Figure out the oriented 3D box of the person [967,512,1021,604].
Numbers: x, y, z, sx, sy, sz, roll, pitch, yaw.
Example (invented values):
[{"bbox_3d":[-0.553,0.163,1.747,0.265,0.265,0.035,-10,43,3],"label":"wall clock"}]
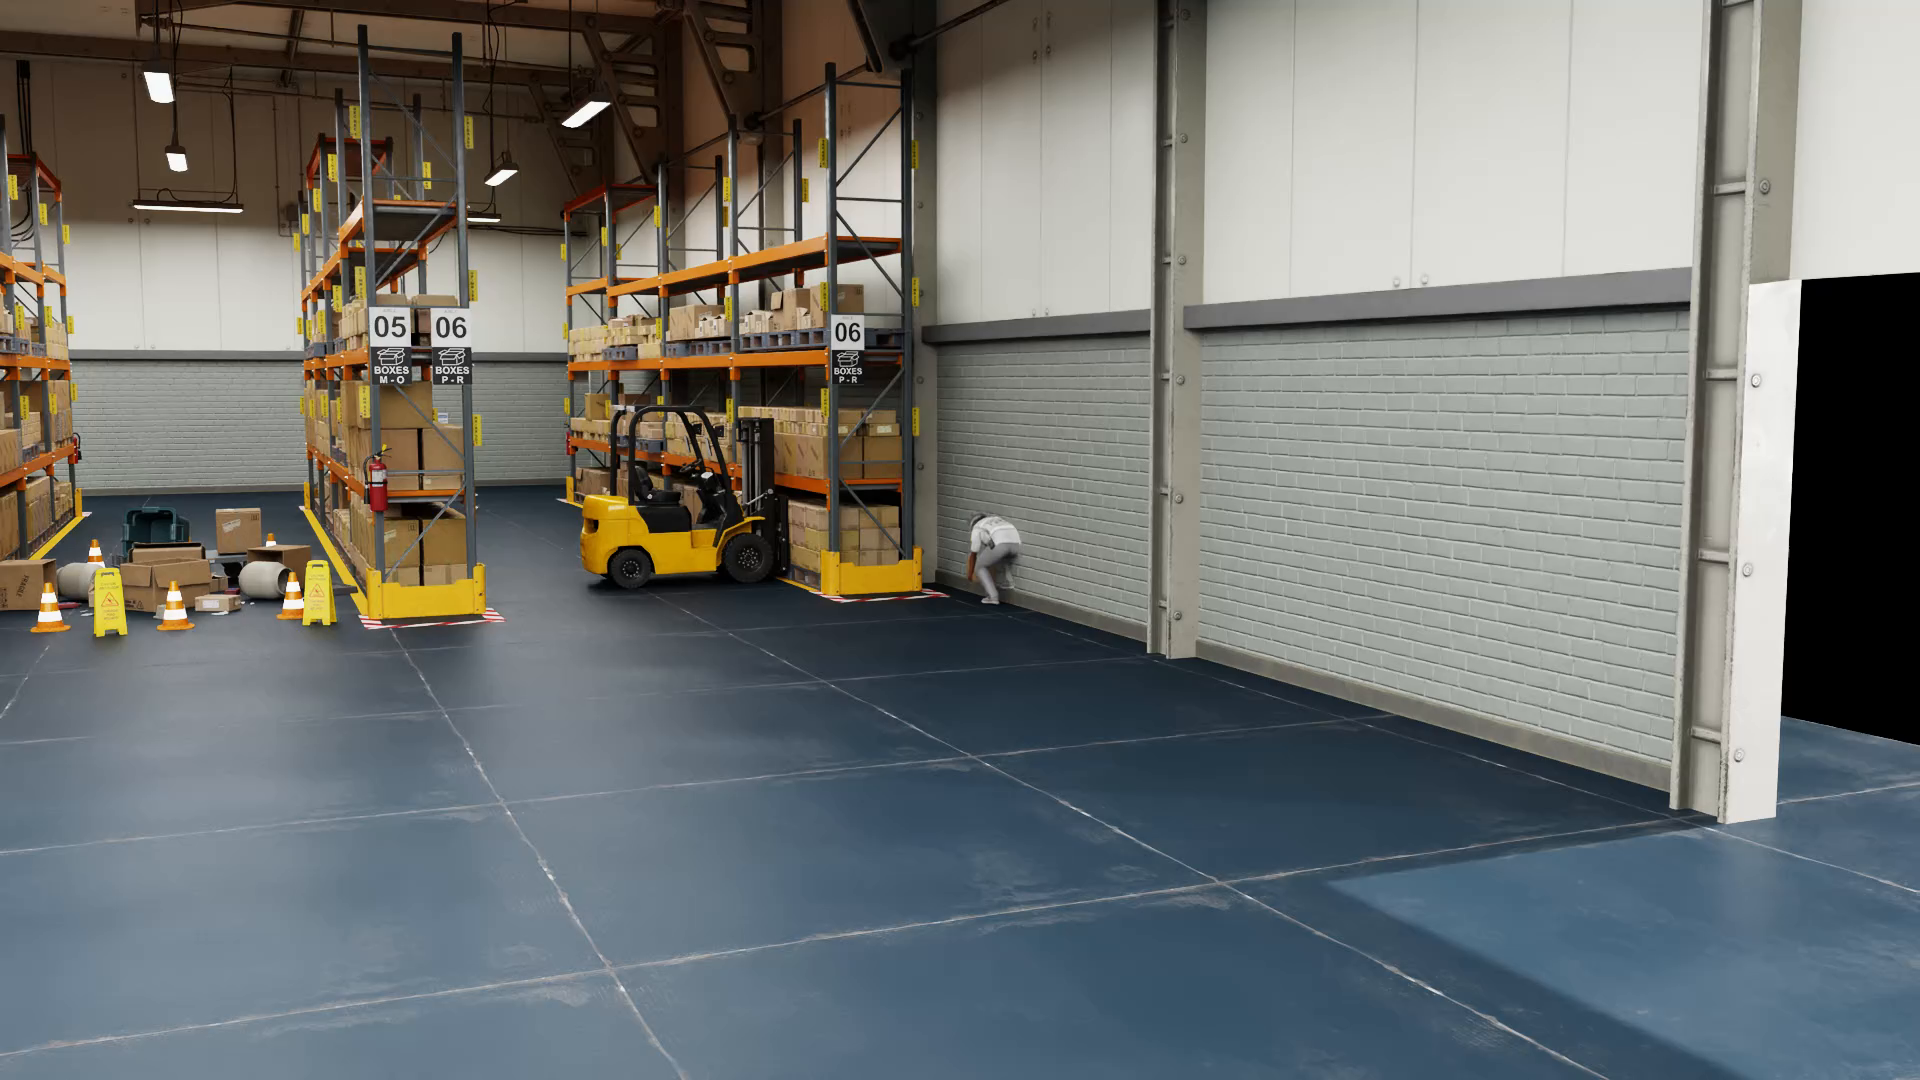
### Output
[{"bbox_3d":[0.377,0.198,18.480,0.479,0.990,0.928,-3,6,-26],"label":"person"}]
